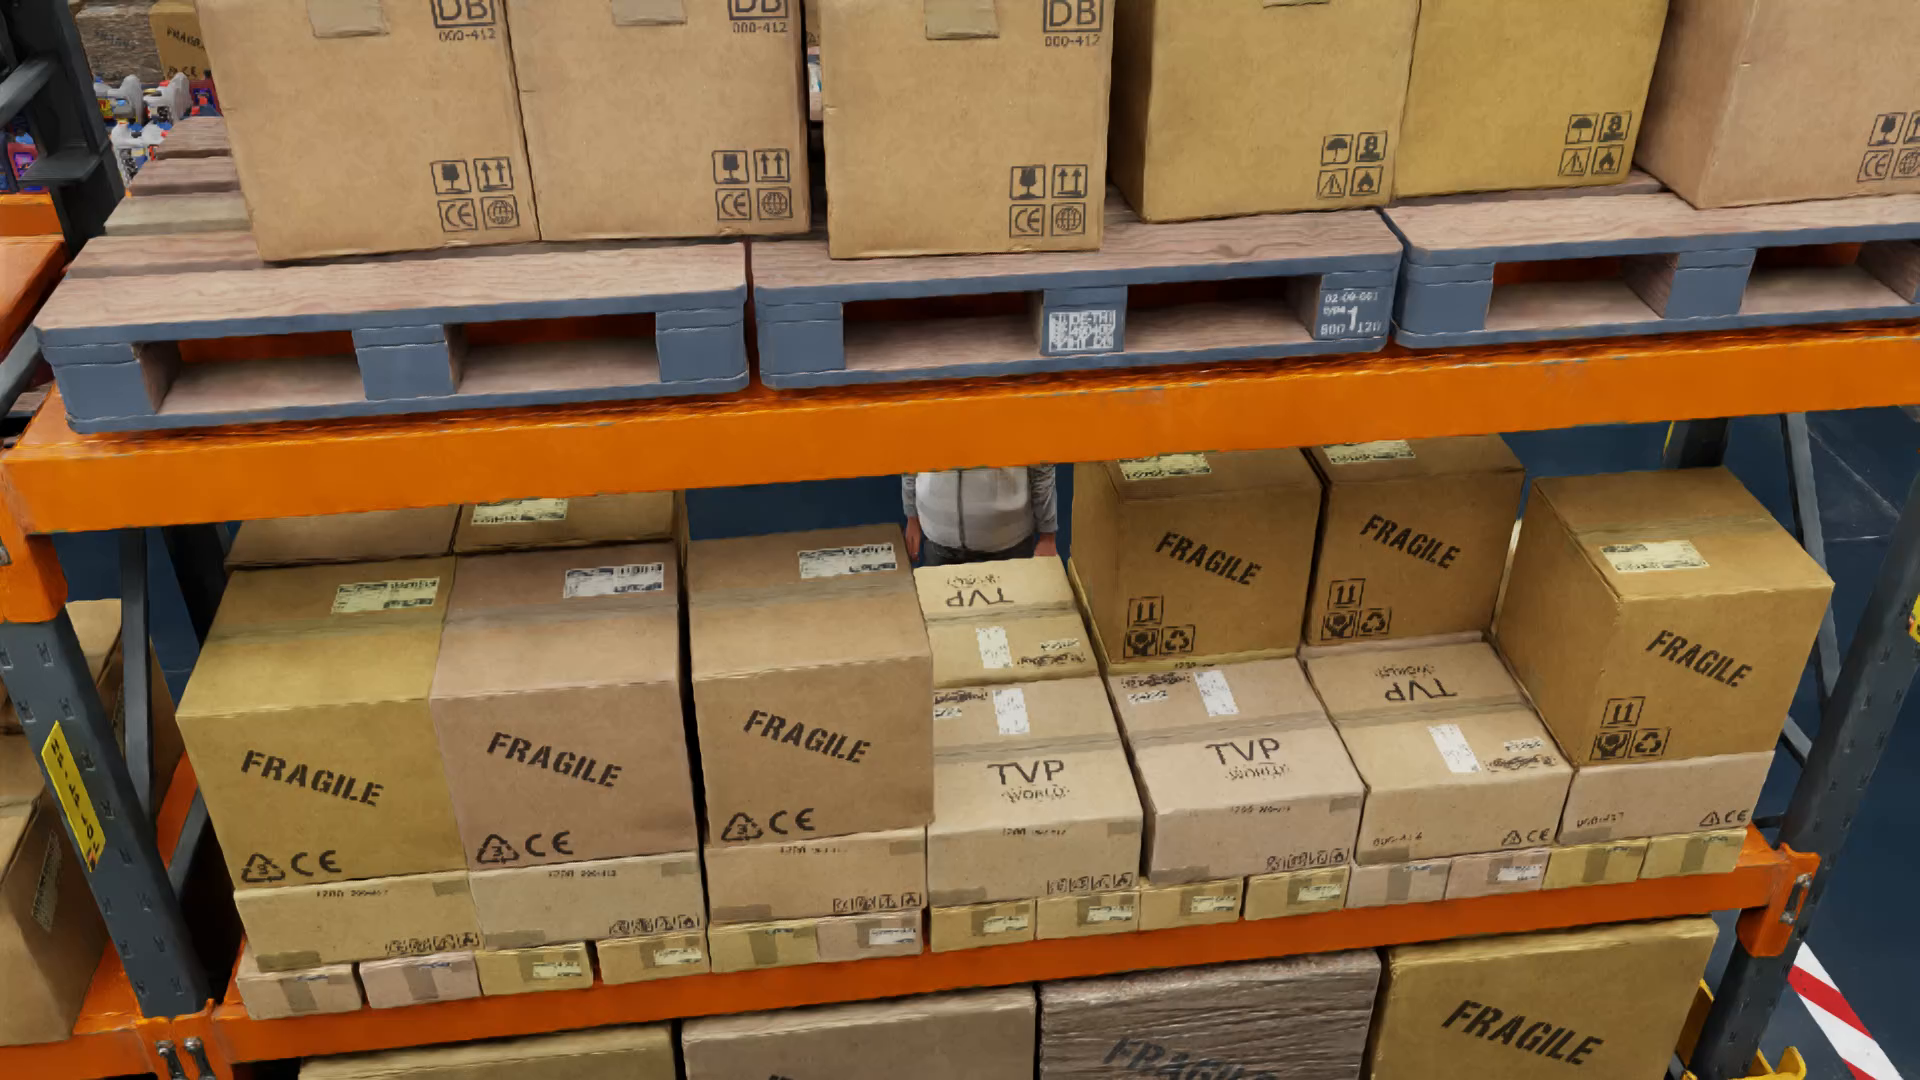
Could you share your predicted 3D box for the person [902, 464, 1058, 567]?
[{"bbox_3d":[0.062,-0.037,6.132,0.628,1.776,0.379,10,36,15],"label":"person"}]
